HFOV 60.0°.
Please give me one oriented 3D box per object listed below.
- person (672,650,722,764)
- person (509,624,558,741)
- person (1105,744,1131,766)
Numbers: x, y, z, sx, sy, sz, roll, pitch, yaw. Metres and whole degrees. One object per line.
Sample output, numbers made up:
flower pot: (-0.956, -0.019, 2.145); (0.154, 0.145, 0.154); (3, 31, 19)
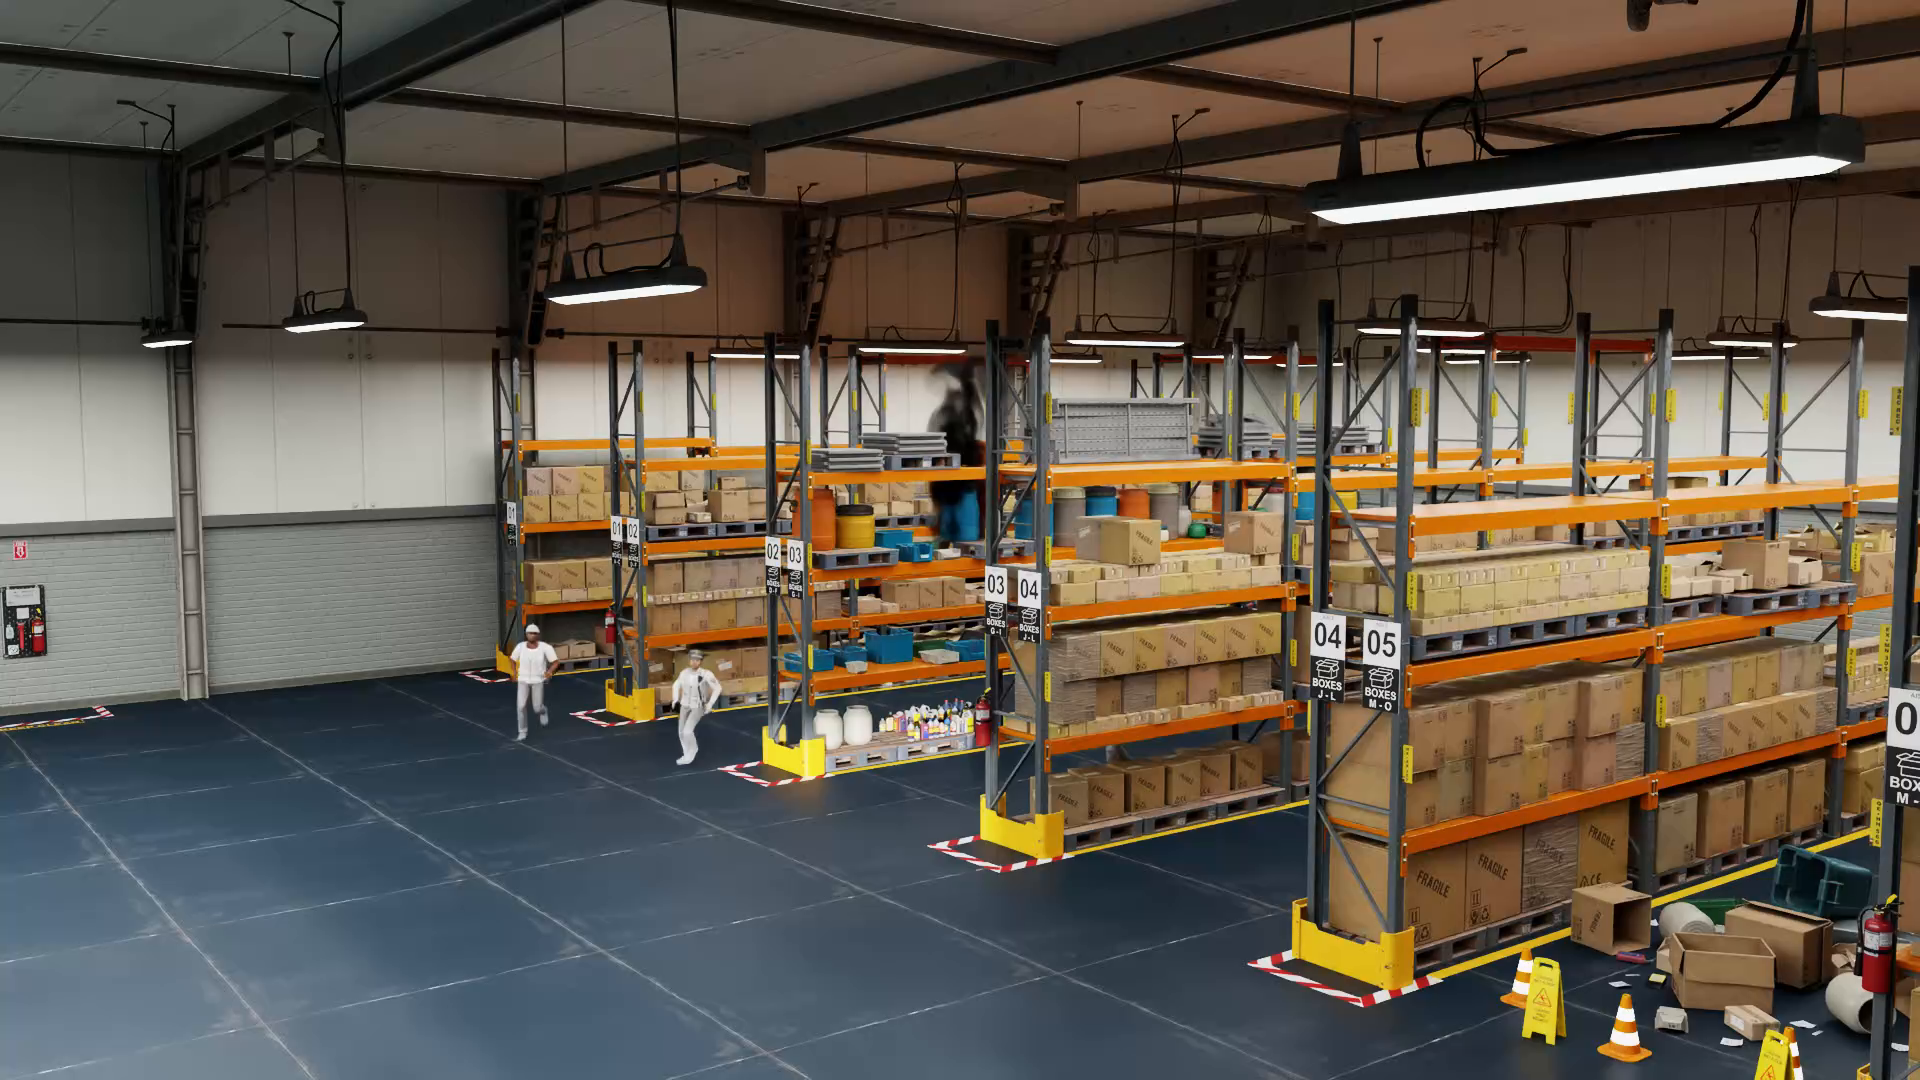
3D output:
person: (-3.696, 2.321, 23.042); (0.676, 1.634, 0.560); (2, 5, 21)
person: (-6.439, 2.127, 25.102); (0.733, 1.720, 0.658); (0, 5, -4)
person: (2.056, 2.376, 21.784); (0.811, 1.835, 0.671); (-4, 7, -40)
